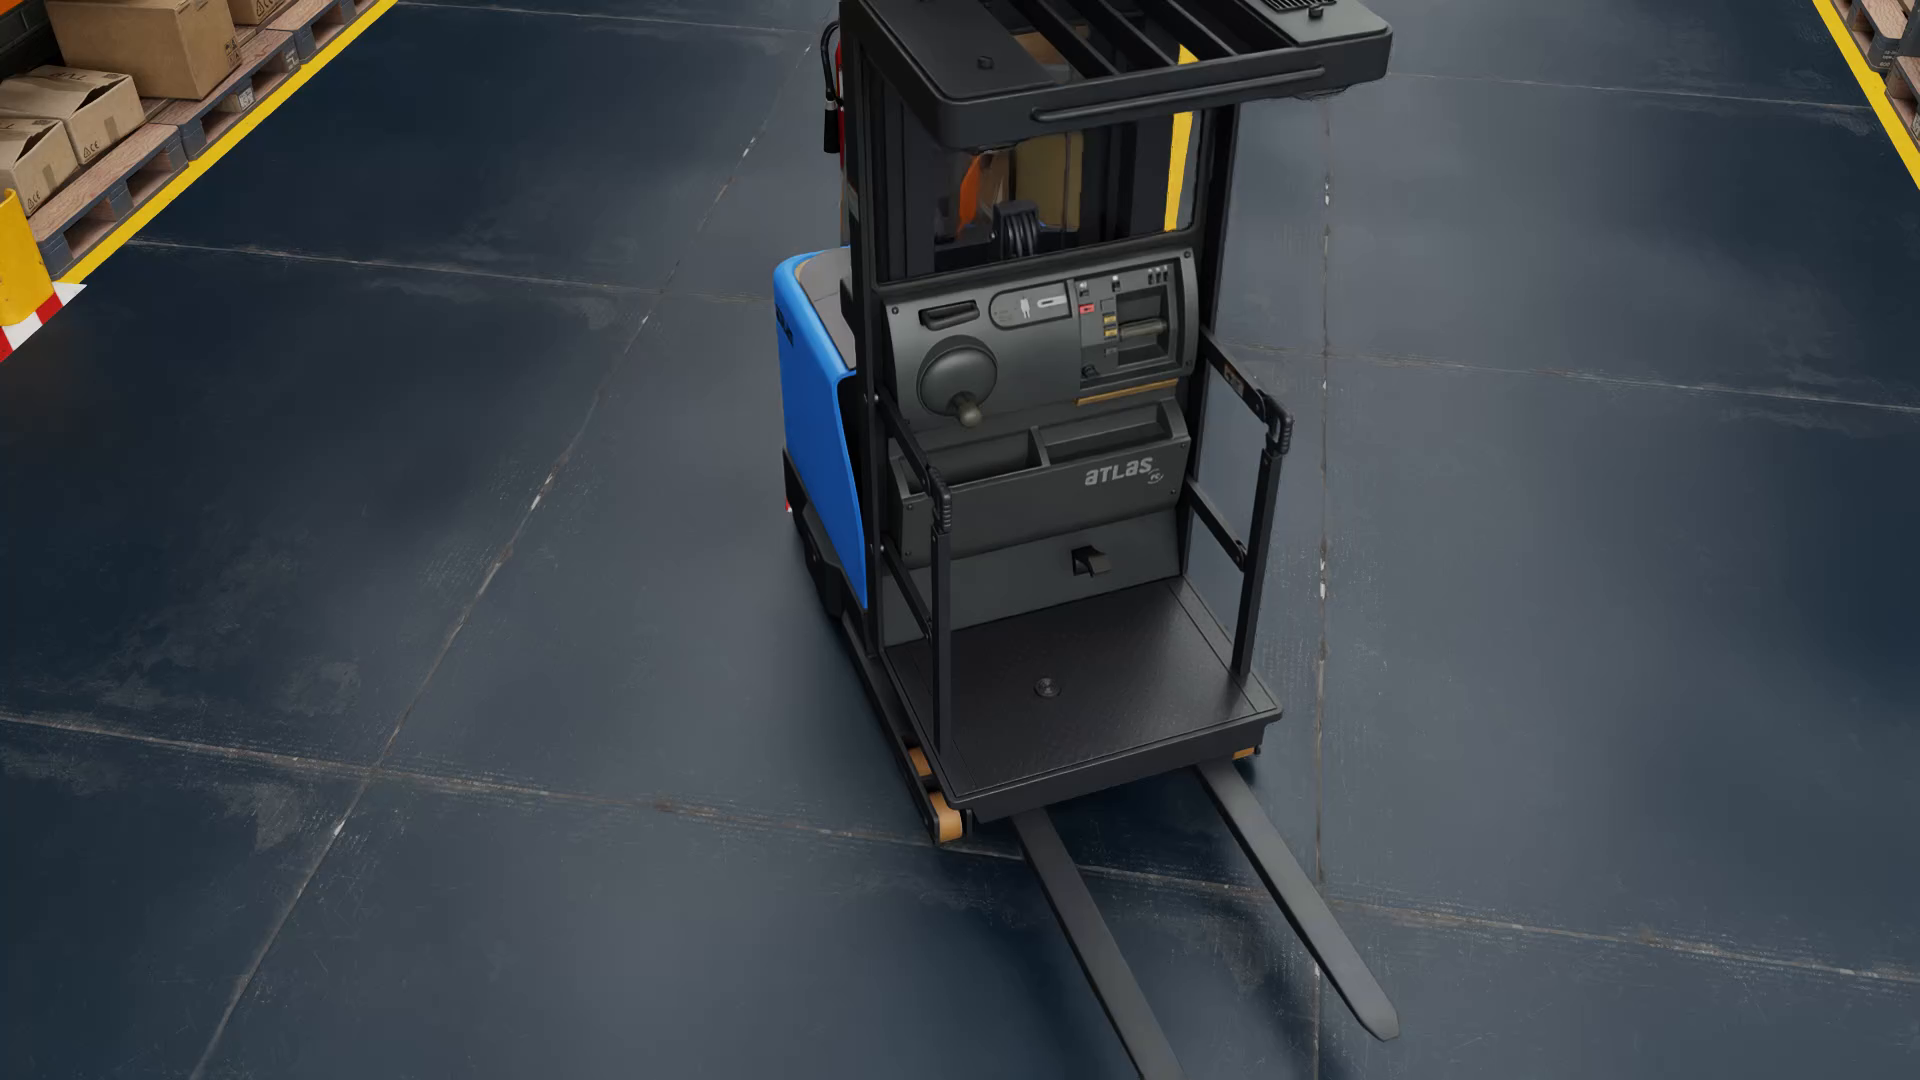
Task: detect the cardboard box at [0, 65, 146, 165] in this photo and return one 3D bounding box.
[{"bbox_3d":[-4.451,-2.142,8.251,0.500,0.311,0.500,10,41,11],"label":"cardboard box"}]

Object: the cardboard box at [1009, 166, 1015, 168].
[{"bbox_3d":[0.083,-1.783,7.881,0.500,0.250,0.500,6,40,8],"label":"cardboard box"}]

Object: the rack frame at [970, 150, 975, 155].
[{"bbox_3d":[-0.138,-1.262,6.210,0.400,2.100,0.015,8,32,6],"label":"rack frame"}]

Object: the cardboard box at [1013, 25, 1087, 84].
[{"bbox_3d":[0.215,-2.012,6.252,0.700,0.500,0.500,6,40,8],"label":"cardboard box"}]

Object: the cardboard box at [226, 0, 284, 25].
[{"bbox_3d":[-4.206,-3.287,9.488,0.500,0.500,0.500,4,40,4],"label":"cardboard box"}]

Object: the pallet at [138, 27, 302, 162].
[{"bbox_3d":[-4.356,-2.469,9.070,1.003,0.211,1.213,6,40,8],"label":"pallet"}]

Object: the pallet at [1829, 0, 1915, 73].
[{"bbox_3d":[5.790,-3.067,9.793,1.003,0.211,1.213,6,40,8],"label":"pallet"}]

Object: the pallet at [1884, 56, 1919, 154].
[{"bbox_3d":[5.535,-2.153,8.688,1.003,0.211,1.213,6,40,8],"label":"pallet"}]

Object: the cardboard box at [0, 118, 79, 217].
[{"bbox_3d":[-4.550,-1.784,7.818,0.500,0.311,0.500,2,40,3],"label":"cardboard box"}]

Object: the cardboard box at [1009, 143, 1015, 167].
[{"bbox_3d":[0.080,-2.072,7.642,0.500,0.500,0.500,6,40,8],"label":"cardboard box"}]

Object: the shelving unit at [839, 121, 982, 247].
[{"bbox_3d":[-0.179,-1.137,6.005,0.431,2.100,0.503,8,32,6],"label":"shelving unit"}]

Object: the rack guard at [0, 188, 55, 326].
[{"bbox_3d":[-4.745,-1.311,7.443,1.175,0.500,0.348,6,40,8],"label":"rack guard"}]

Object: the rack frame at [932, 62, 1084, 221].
[{"bbox_3d":[0.122,-1.682,5.931,1.000,3.000,0.127,6,40,8],"label":"rack frame"}]

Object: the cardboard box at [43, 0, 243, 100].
[{"bbox_3d":[-4.275,-2.669,8.741,0.700,0.500,0.500,4,40,5],"label":"cardboard box"}]

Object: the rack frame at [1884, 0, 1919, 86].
[{"bbox_3d":[5.692,-3.644,8.304,1.000,3.000,0.127,6,40,8],"label":"rack frame"}]

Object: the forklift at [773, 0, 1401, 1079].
[{"bbox_3d":[0.320,-0.500,4.555,1.130,2.935,3.031,-13,41,-15],"label":"forklift"}]

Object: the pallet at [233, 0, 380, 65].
[{"bbox_3d":[-4.147,-3.237,9.999,1.003,0.211,1.213,6,40,8],"label":"pallet"}]

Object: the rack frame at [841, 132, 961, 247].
[{"bbox_3d":[-0.219,-1.012,5.799,0.400,2.100,0.015,8,32,6],"label":"rack frame"}]

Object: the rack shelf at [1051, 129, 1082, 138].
[{"bbox_3d":[0.468,-2.660,7.678,1.077,0.370,4.000,6,40,8],"label":"rack shelf"}]

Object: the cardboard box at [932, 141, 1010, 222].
[{"bbox_3d":[-0.079,-1.443,6.881,0.500,0.500,0.500,6,40,8],"label":"cardboard box"}]

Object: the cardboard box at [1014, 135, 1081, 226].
[{"bbox_3d":[0.518,-1.700,7.191,0.500,0.500,0.500,6,40,8],"label":"cardboard box"}]

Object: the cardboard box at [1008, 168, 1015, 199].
[{"bbox_3d":[-0.002,-1.469,7.501,0.500,0.250,0.500,6,40,8],"label":"cardboard box"}]

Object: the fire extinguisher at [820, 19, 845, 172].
[{"bbox_3d":[-0.356,-1.630,5.928,0.296,0.674,0.183,6,40,8],"label":"fire extinguisher"}]

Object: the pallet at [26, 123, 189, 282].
[{"bbox_3d":[-4.569,-1.705,8.147,1.003,0.211,1.213,6,40,8],"label":"pallet"}]

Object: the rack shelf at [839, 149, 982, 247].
[{"bbox_3d":[-0.179,-1.126,6.012,0.431,0.518,0.480,8,32,6],"label":"rack shelf"}]

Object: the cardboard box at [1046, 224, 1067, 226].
[{"bbox_3d":[0.517,-1.411,7.431,0.500,0.250,0.500,6,40,8],"label":"cardboard box"}]
